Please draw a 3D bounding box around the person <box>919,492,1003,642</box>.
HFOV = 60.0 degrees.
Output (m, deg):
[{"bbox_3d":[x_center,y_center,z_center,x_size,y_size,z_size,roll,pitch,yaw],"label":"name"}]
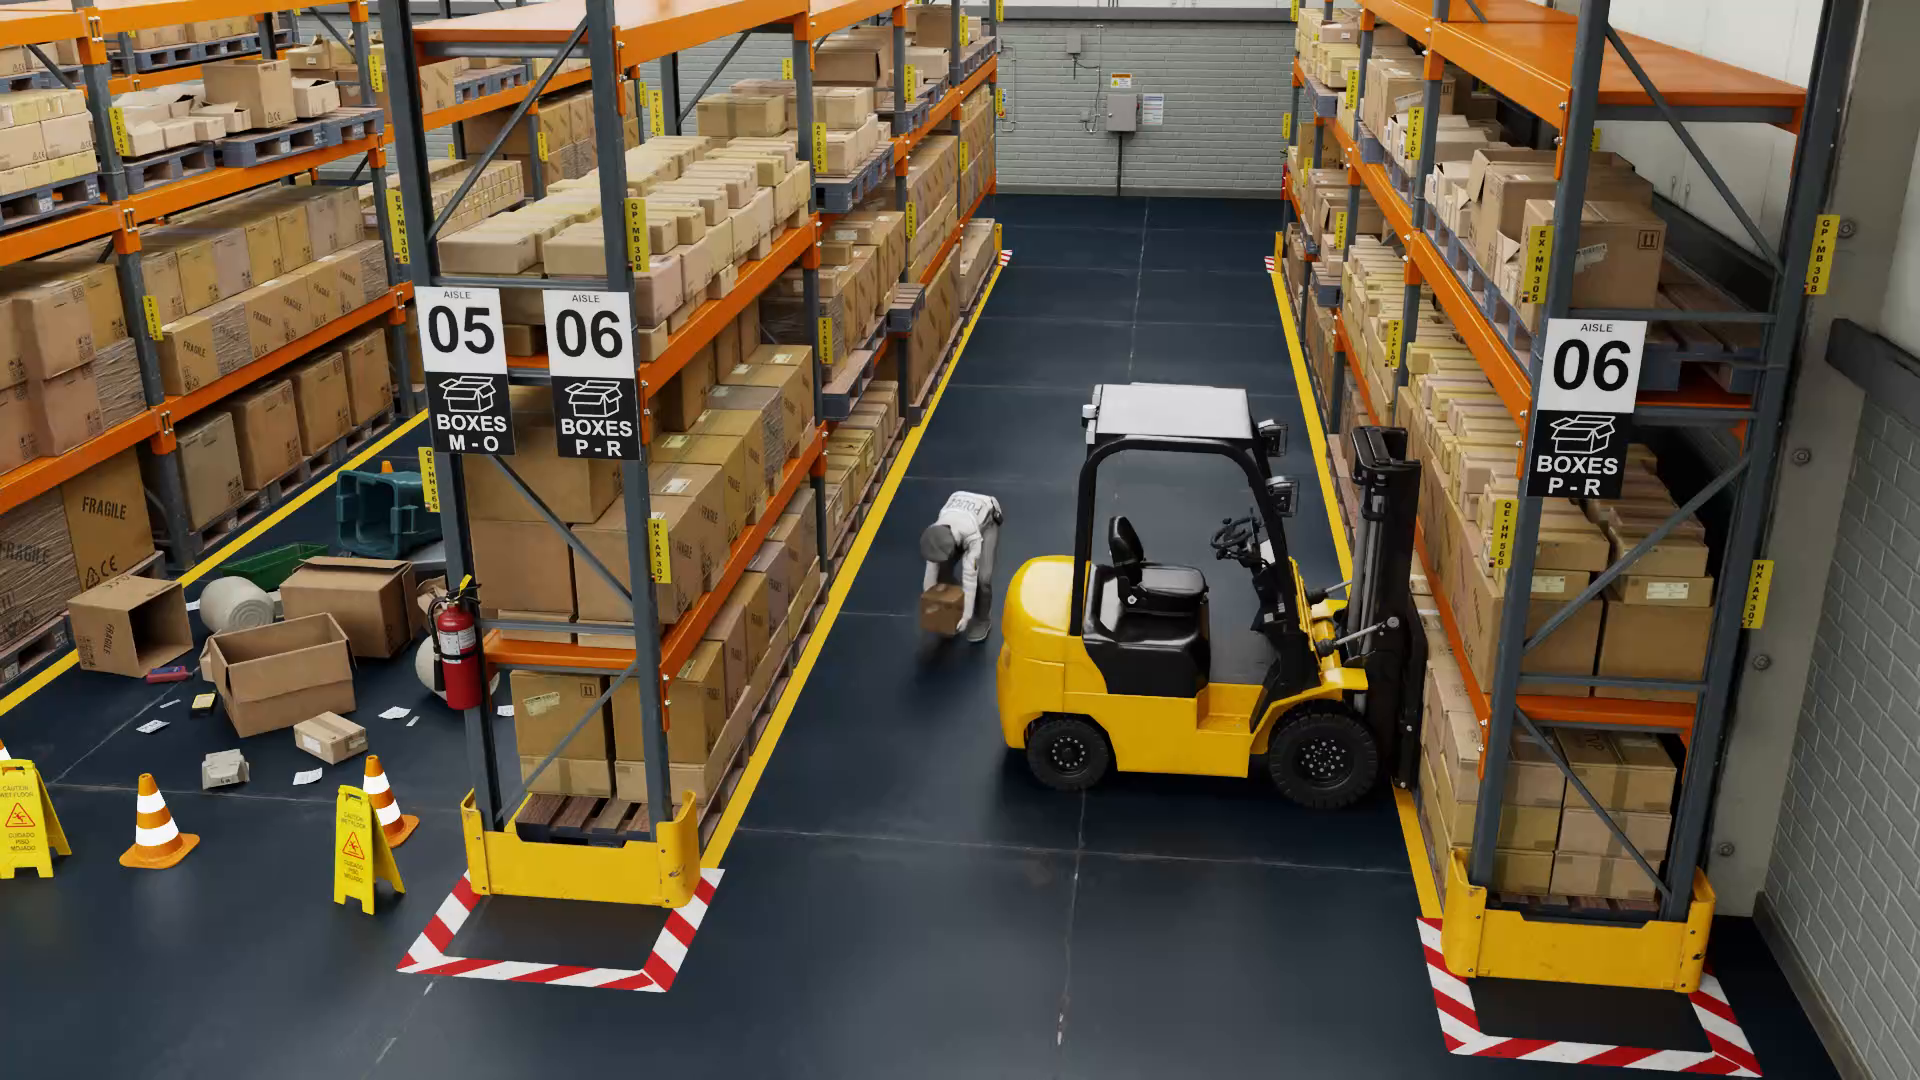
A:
[{"bbox_3d":[-0.010,0.236,11.375,0.426,1.014,0.919,9,23,22],"label":"person"}]
